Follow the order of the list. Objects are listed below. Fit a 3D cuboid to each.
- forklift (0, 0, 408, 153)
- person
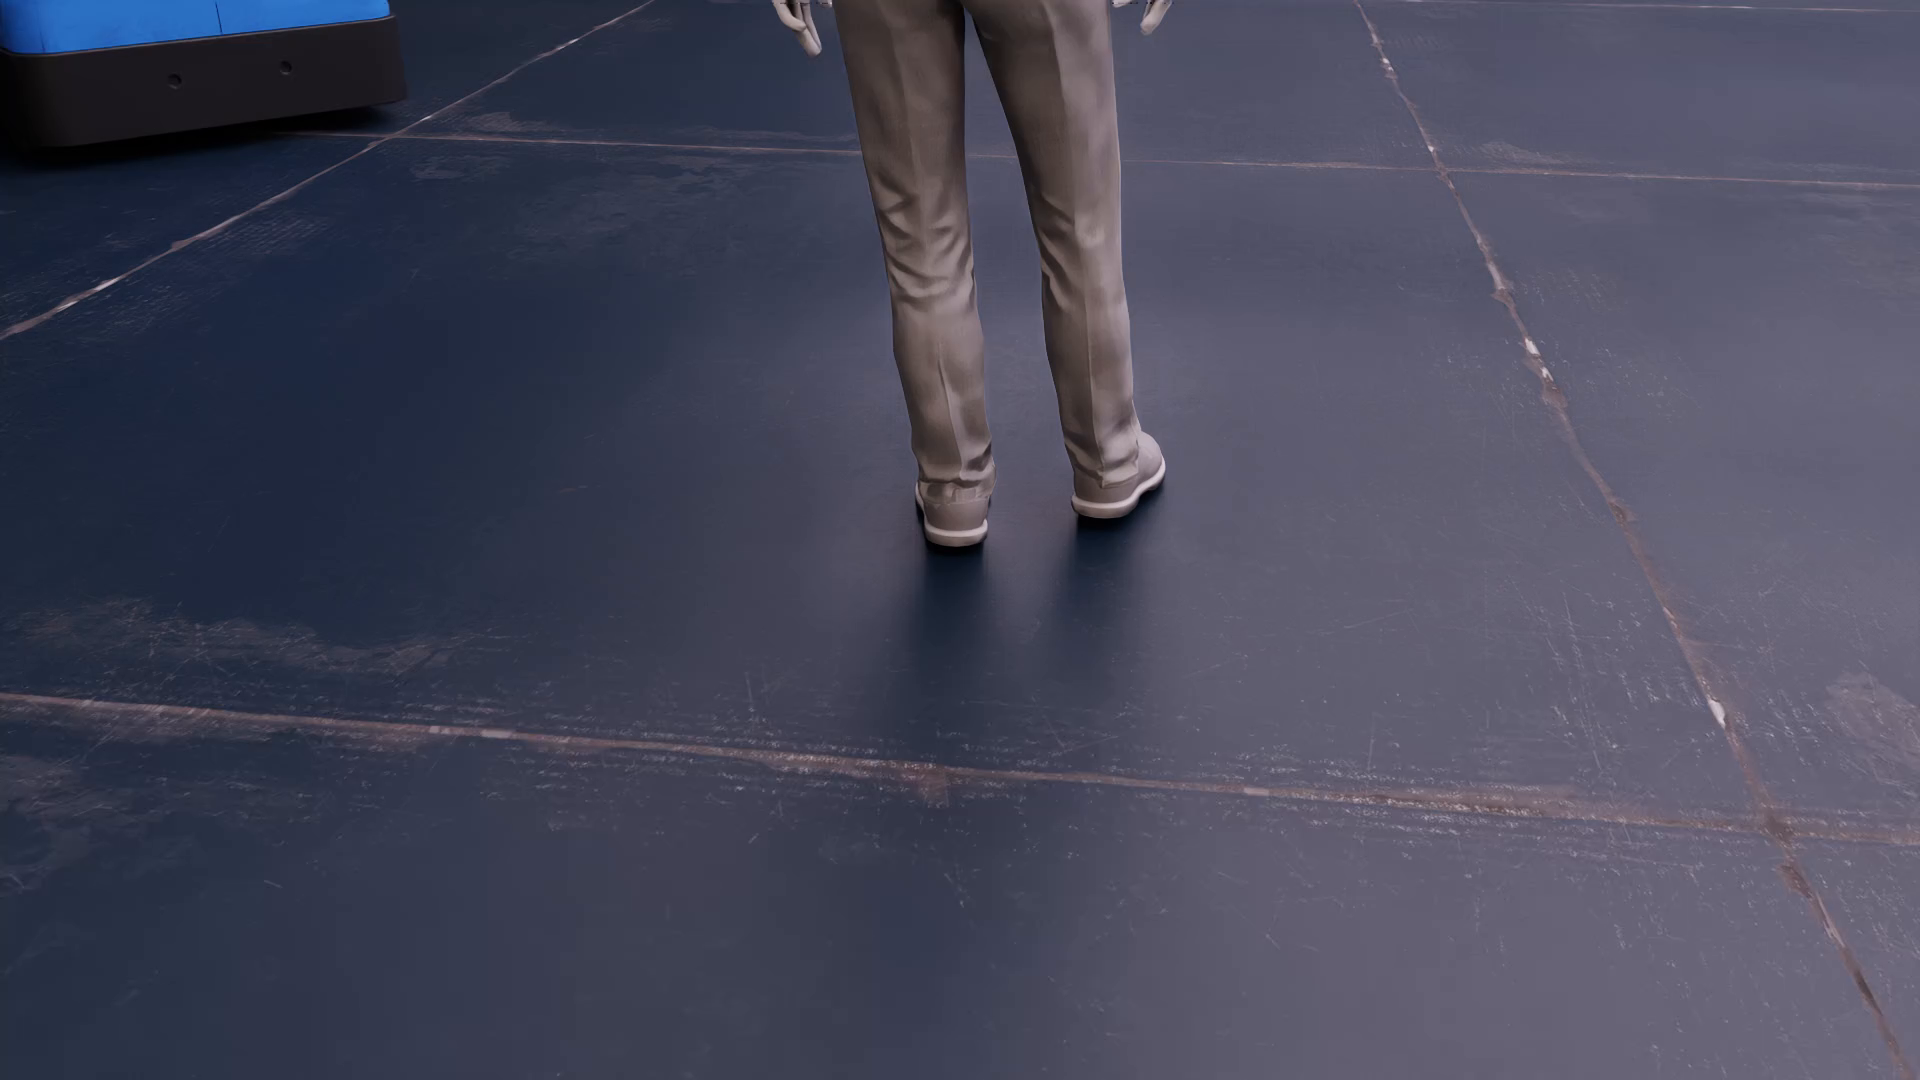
[{"bbox_3d":[-2.981,-2.948,5.126,1.130,2.935,3.031,-20,33,-34],"label":"forklift"},{"bbox_3d":[0.015,-0.794,2.177,0.587,1.696,0.534,3,27,7],"label":"person"}]
